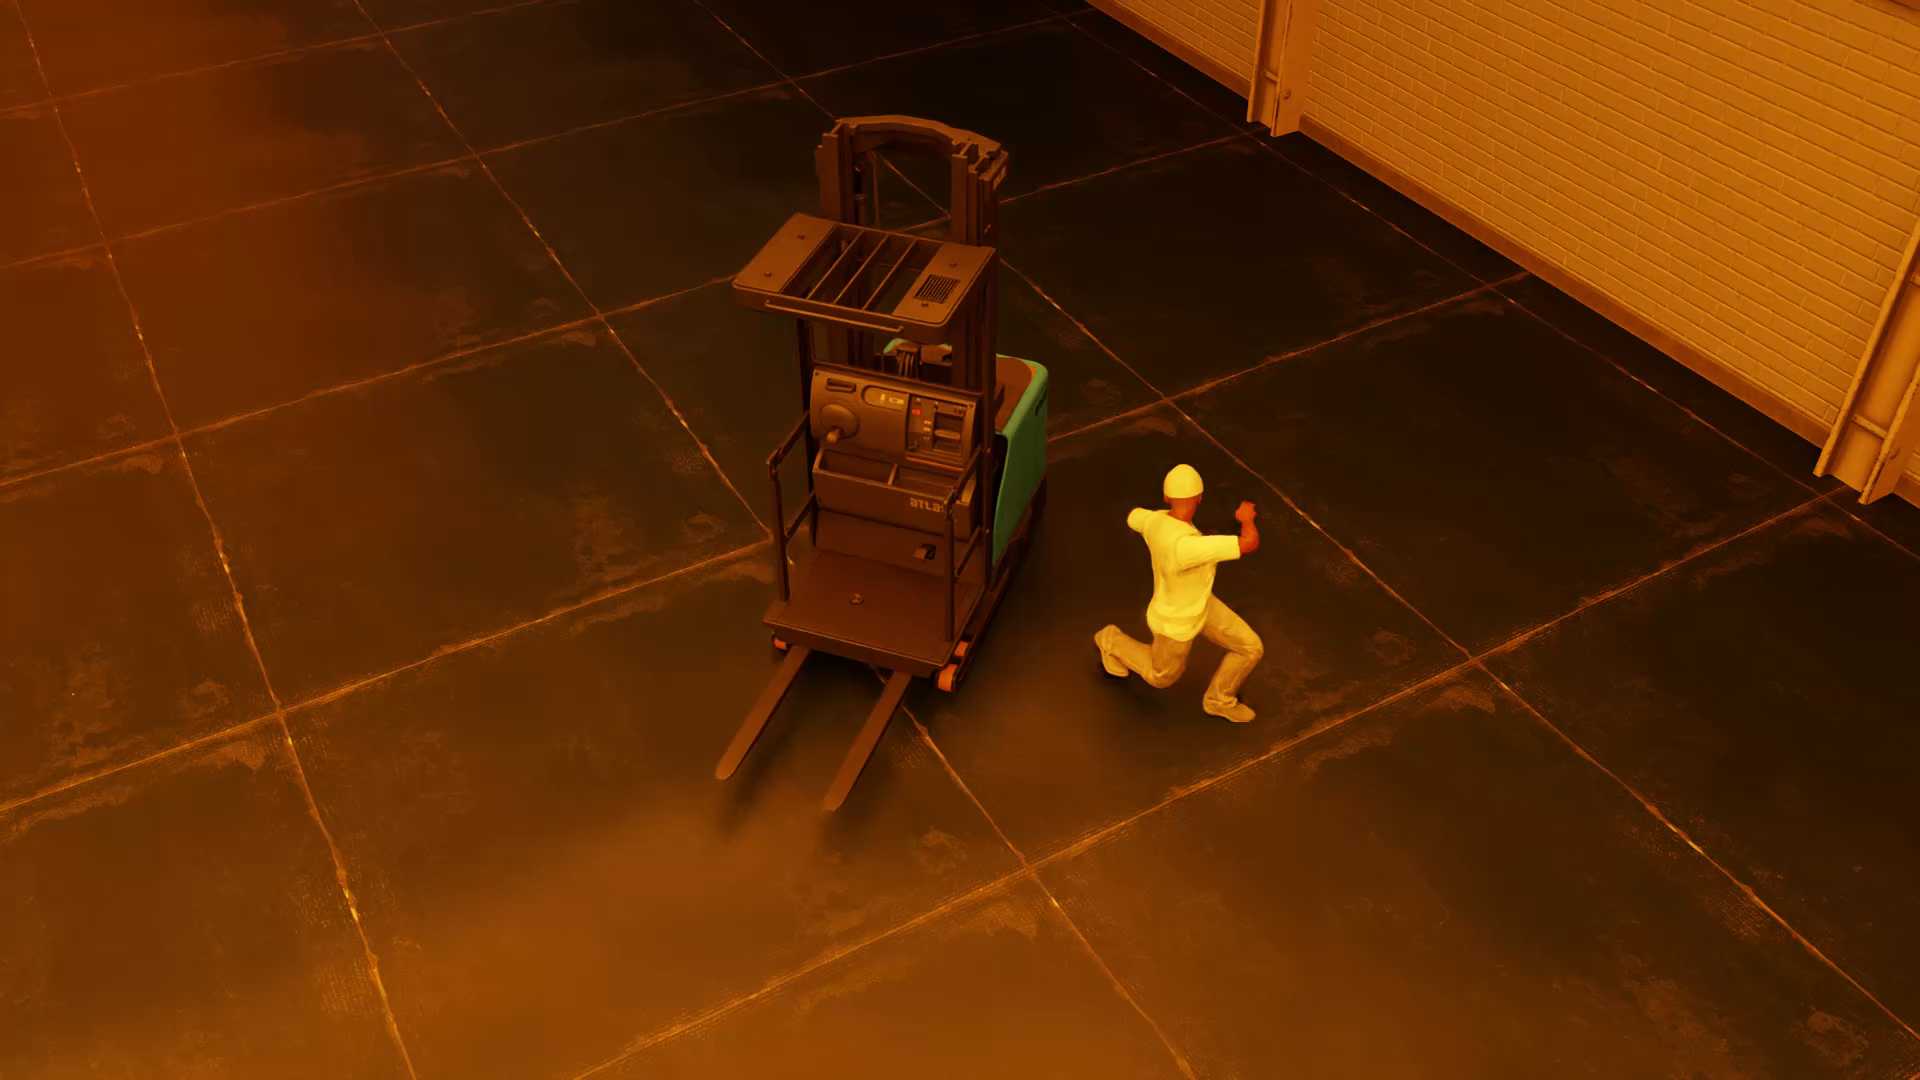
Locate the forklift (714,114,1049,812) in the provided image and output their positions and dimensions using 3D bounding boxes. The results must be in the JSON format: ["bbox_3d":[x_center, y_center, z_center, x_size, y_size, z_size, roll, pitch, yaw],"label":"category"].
[{"bbox_3d":[-0.433,-0.576,8.730,1.130,2.935,3.031,13,41,15],"label":"forklift"}]

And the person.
[{"bbox_3d":[1.233,0.201,8.950,0.973,1.502,0.839,14,42,16],"label":"person"}]
